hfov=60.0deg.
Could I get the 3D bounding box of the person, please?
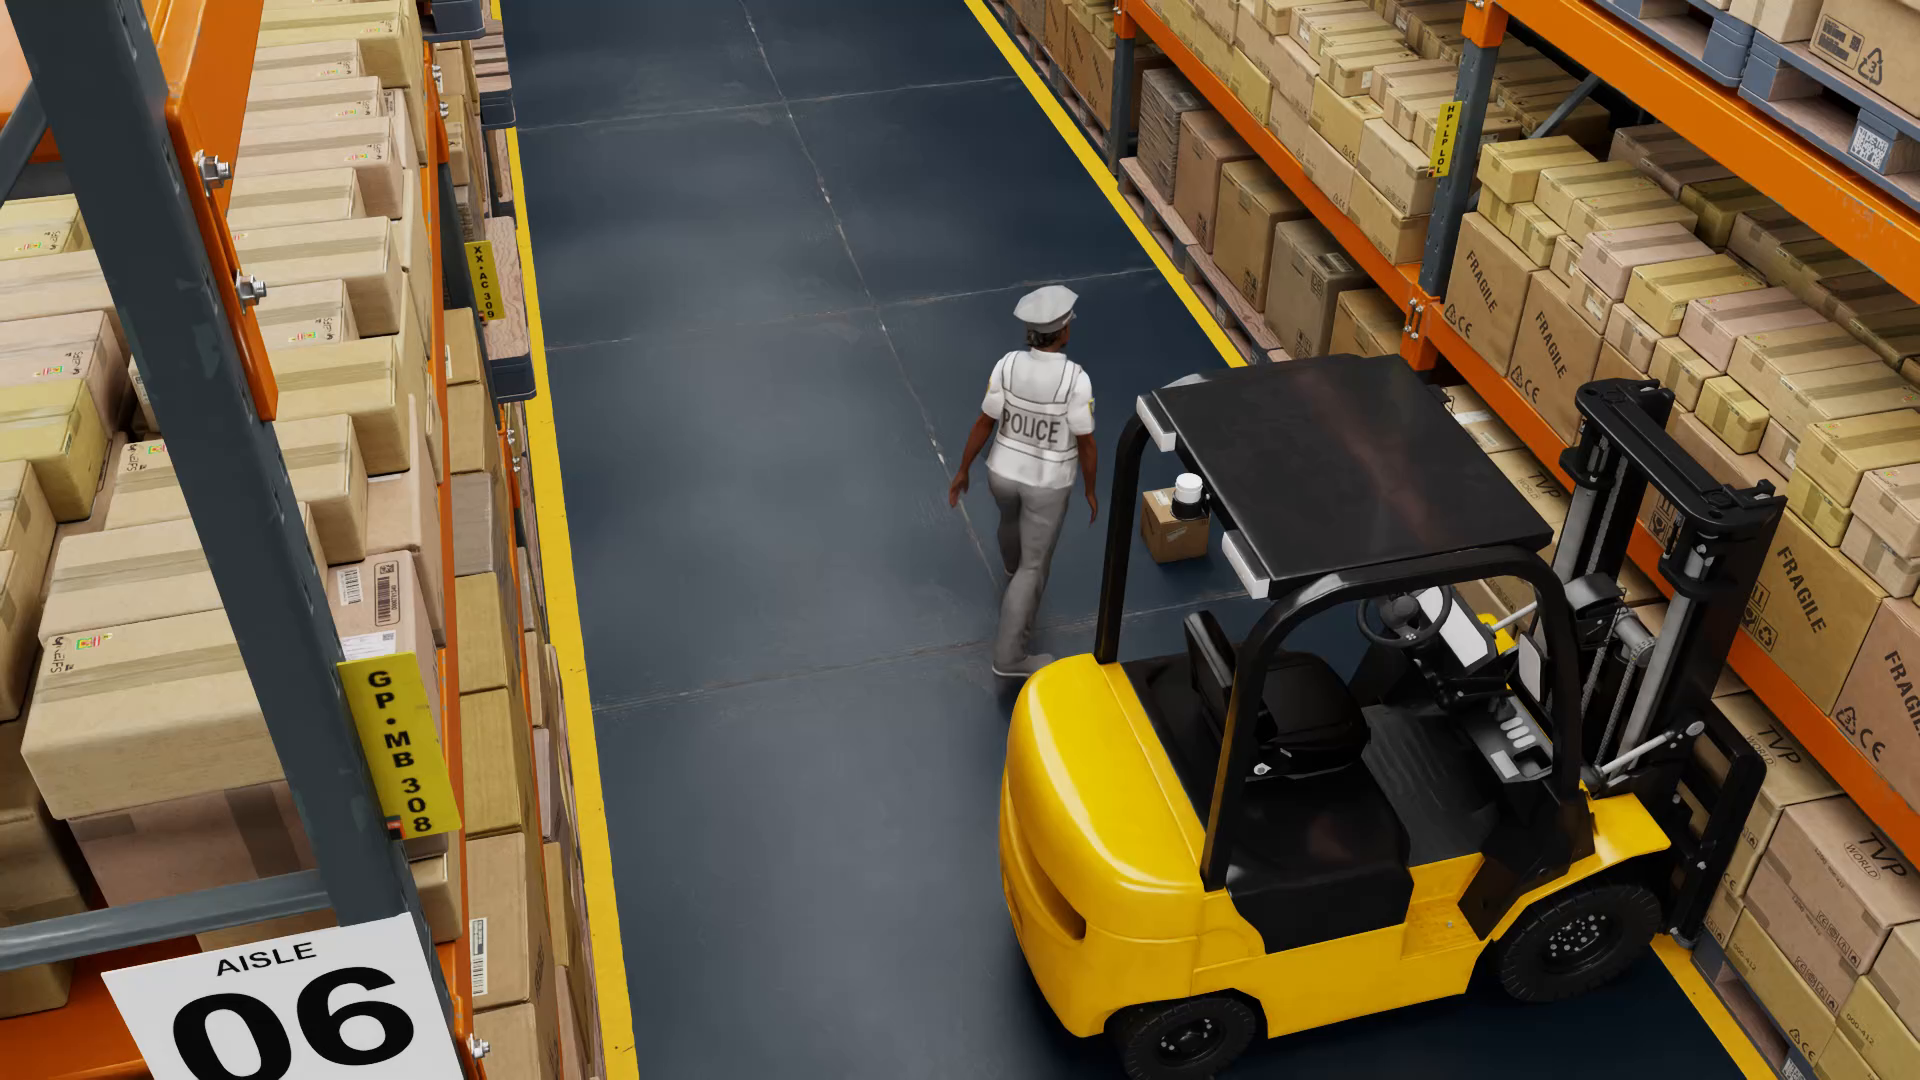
[{"bbox_3d":[0.308,-0.283,7.073,0.605,1.593,0.982,18,42,21],"label":"person"}]
